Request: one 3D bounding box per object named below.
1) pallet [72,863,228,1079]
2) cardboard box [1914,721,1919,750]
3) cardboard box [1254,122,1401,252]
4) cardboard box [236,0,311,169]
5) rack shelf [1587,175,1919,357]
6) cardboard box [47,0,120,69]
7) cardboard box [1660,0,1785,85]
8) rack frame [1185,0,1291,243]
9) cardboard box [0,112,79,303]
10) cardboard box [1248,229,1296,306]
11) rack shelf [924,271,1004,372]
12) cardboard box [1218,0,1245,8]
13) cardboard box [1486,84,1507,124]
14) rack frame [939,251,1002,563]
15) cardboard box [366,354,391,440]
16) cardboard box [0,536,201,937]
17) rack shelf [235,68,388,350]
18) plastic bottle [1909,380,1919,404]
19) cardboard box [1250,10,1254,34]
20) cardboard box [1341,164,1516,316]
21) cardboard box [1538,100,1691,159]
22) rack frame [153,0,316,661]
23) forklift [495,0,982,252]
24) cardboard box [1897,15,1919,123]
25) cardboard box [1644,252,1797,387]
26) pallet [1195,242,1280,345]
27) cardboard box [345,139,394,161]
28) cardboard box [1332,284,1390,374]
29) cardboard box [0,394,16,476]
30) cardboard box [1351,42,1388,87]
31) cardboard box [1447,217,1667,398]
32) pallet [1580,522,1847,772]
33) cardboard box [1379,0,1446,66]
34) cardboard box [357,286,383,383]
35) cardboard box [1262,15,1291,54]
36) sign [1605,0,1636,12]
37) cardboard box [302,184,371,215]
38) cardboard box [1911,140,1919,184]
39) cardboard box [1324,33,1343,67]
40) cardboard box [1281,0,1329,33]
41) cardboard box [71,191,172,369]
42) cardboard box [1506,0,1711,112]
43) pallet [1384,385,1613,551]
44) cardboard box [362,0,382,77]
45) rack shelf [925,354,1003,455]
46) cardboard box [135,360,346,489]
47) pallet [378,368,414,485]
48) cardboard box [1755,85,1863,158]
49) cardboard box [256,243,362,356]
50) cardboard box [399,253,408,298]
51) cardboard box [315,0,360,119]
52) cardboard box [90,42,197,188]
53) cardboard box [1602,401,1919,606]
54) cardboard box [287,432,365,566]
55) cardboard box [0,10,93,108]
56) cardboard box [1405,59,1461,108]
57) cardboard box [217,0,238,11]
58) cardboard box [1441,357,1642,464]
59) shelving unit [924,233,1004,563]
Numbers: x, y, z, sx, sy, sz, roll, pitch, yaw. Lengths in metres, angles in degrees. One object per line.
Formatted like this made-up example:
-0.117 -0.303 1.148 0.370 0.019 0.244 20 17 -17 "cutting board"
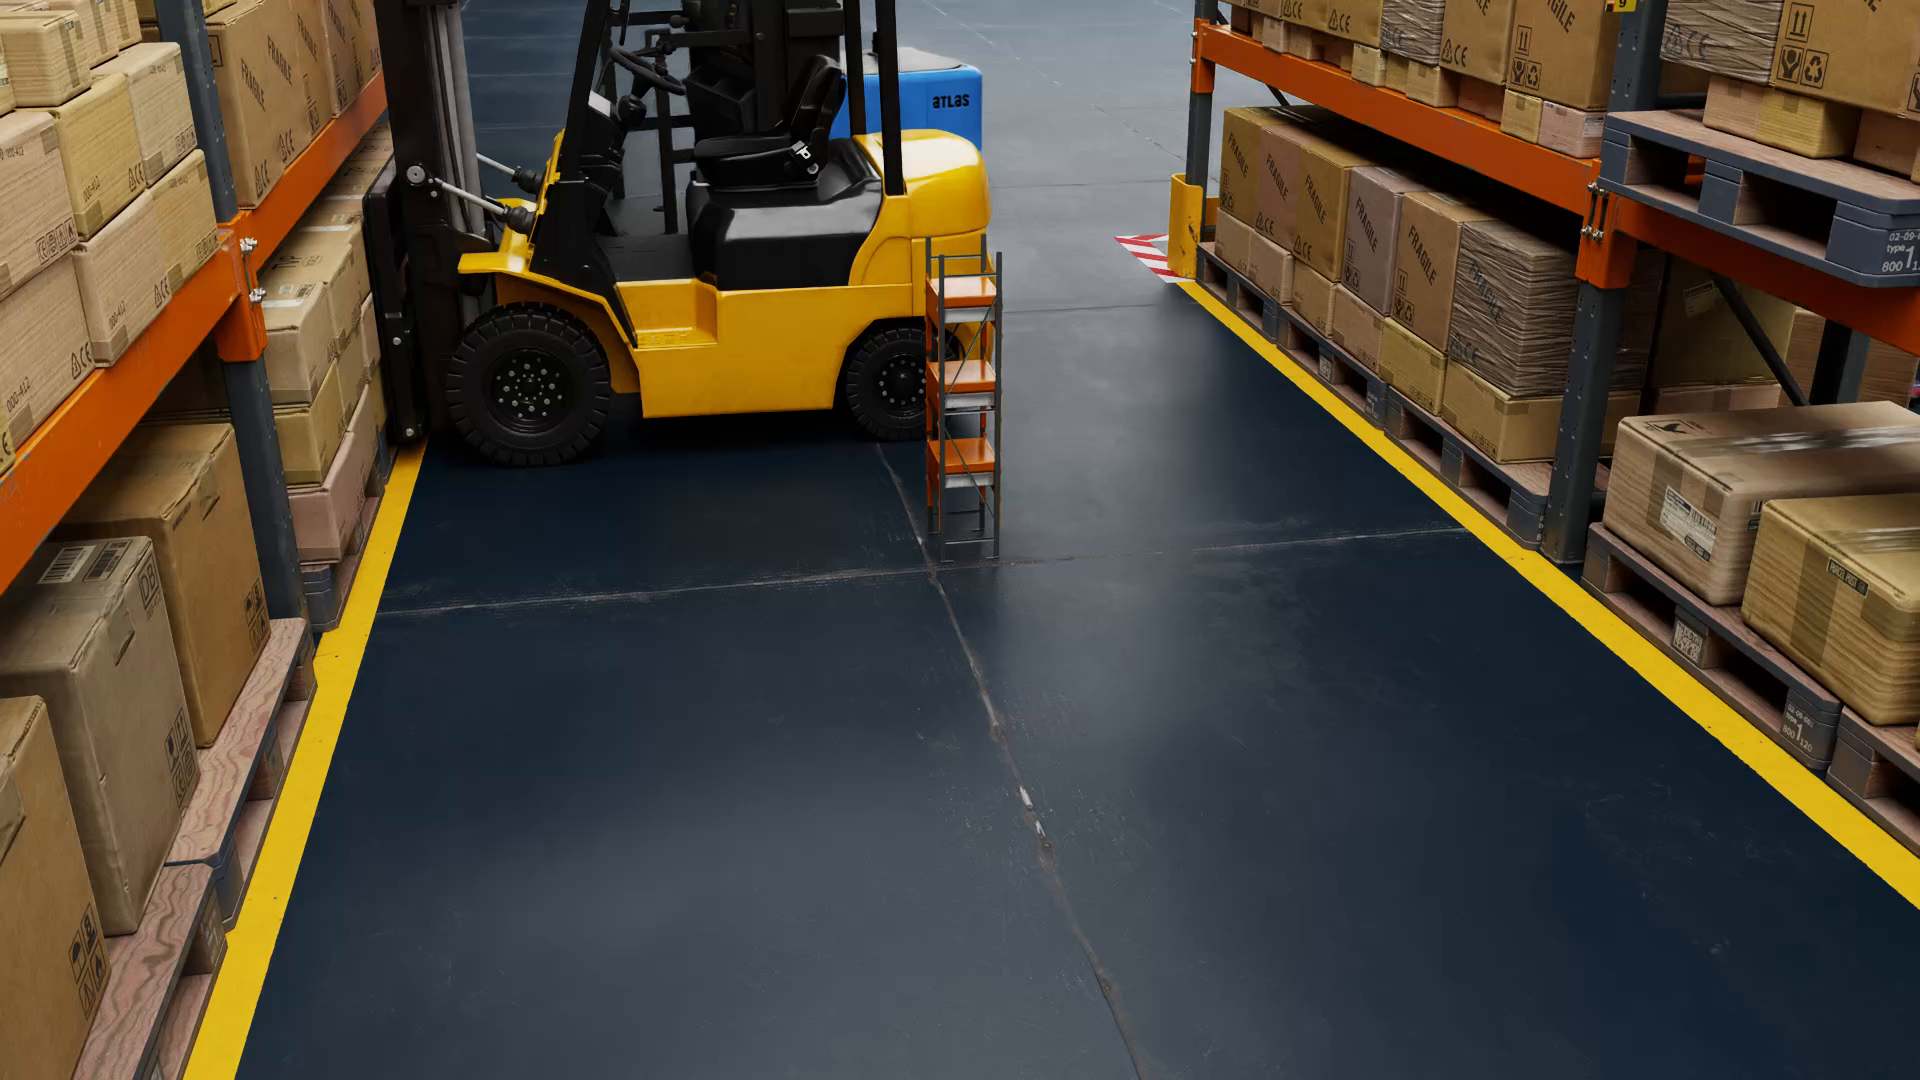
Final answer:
-2.004 1.069 3.037 1.003 0.211 1.213 -4 24 -10 "pallet"
2.836 0.429 3.779 0.950 0.372 0.625 -4 24 -8 "cardboard box"
1.713 -1.642 7.736 0.500 0.500 0.500 -5 24 -12 "cardboard box"
-2.346 -1.419 5.127 0.500 0.500 0.500 -4 24 -9 "cardboard box"
2.839 -0.229 3.425 1.077 0.370 4.000 -4 24 -10 "rack shelf"
-2.061 -1.101 3.588 0.380 0.149 0.250 -5 24 -11 "cardboard box"
2.274 -1.514 4.447 0.500 0.500 0.500 -4 24 -8 "cardboard box"
1.730 -2.918 8.684 1.000 3.000 0.127 -4 24 -10 "rack frame"
-1.875 -0.559 2.845 0.500 0.250 0.500 -4 24 -9 "cardboard box"
1.694 -1.312 7.916 0.500 0.250 0.500 -3 24 -8 "cardboard box"
0.010 -0.710 5.382 0.215 0.259 0.240 -4 24 -10 "rack shelf"
1.545 -2.894 8.131 0.500 0.500 0.500 -5 24 -11 "cardboard box"
2.086 -1.540 5.842 0.380 0.149 0.250 -4 24 -9 "cardboard box"
0.032 -0.412 5.382 0.200 1.050 0.008 -4 24 -10 "rack frame"
-2.391 -0.523 6.110 0.500 0.250 0.500 -4 24 -9 "cardboard box"
-2.164 0.430 3.460 0.875 0.625 0.625 -5 24 -10 "cardboard box"
-2.778 -1.433 6.182 1.077 0.370 4.000 -4 24 -10 "rack shelf"
4.074 -0.645 7.150 0.133 0.061 0.283 0 24 -1 "plastic bottle"
1.650 -2.556 8.168 0.380 0.149 0.250 -4 24 -9 "cardboard box"
1.905 -1.234 6.802 0.500 0.500 0.500 -3 24 -7 "cardboard box"
2.111 -1.334 5.370 0.380 0.149 0.250 -5 24 -10 "cardboard box"
-2.408 -0.976 4.237 1.000 3.000 0.127 -4 24 -10 "rack frame"
-1.423 -2.764 8.416 3.031 2.935 1.130 -11 26 -24 "forklift"
2.446 -1.121 3.549 0.500 0.500 0.500 -4 24 -10 "cardboard box"
2.626 -0.873 5.975 0.500 0.500 0.500 -3 24 -7 "cardboard box"
1.859 -1.288 8.436 1.003 0.211 1.213 -4 24 -10 "pallet"
-2.656 -1.582 7.285 0.500 0.250 0.500 -4 24 -9 "cardboard box"
1.898 -0.899 6.972 0.500 0.250 0.500 -4 24 -9 "cardboard box"
-1.794 -0.131 2.490 0.500 0.250 0.500 -4 24 -8 "cardboard box"
1.818 -1.934 6.745 0.380 0.149 0.250 -4 24 -9 "cardboard box"
2.096 -0.834 5.885 0.500 0.500 0.500 -5 24 -10 "cardboard box"
2.615 0.239 4.939 1.003 0.211 1.213 -4 24 -10 "pallet"
1.941 -2.089 6.289 0.500 0.500 0.500 -4 24 -8 "cardboard box"
-2.371 -0.747 5.999 0.500 0.250 0.500 -5 24 -10 "cardboard box"
1.621 -2.342 7.680 0.380 0.149 0.250 -4 24 -9 "cardboard box"
1.938 -1.699 4.810 0.100 0.325 0.005 -4 24 -10 "sign"
-2.466 -1.184 6.375 0.500 0.250 0.500 -5 24 -11 "cardboard box"
2.433 -0.873 3.789 0.380 0.149 0.250 -4 24 -9 "cardboard box"
1.810 -2.144 7.224 0.380 0.149 0.250 -3 24 -8 "cardboard box"
1.739 -2.490 7.206 0.500 0.500 0.500 -5 24 -11 "cardboard box"
-1.959 -0.531 3.406 0.500 0.250 0.500 -4 24 -10 "cardboard box"
2.143 -1.683 5.360 0.500 0.500 0.500 -5 24 -11 "cardboard box"
2.311 -0.329 6.239 1.003 0.211 1.213 -4 24 -10 "pallet"
-2.712 -2.216 6.952 0.500 0.500 0.500 -4 24 -8 "cardboard box"
0.010 -0.450 5.496 0.215 0.259 0.240 -4 24 -10 "rack shelf"
-2.194 -0.351 5.091 0.500 0.250 0.500 -4 24 -10 "cardboard box"
-2.743 -0.495 6.620 1.003 0.211 1.213 -4 24 -10 "pallet"
2.299 -1.083 4.270 0.380 0.149 0.250 -4 24 -9 "cardboard box"
-2.273 -0.782 5.455 0.500 0.250 0.500 -4 24 -10 "cardboard box"
-2.552 -1.143 6.906 0.500 0.250 0.500 -5 24 -11 "cardboard box"
-2.513 -1.818 6.040 0.500 0.500 0.500 -4 24 -9 "cardboard box"
-2.066 -0.962 3.768 0.500 0.250 0.500 -5 24 -11 "cardboard box"
2.569 -0.127 5.052 0.950 0.372 0.625 -4 24 -9 "cardboard box"
-2.172 -0.123 5.195 0.500 0.250 0.500 -4 24 -9 "cardboard box"
-1.888 -0.907 3.144 0.380 0.149 0.250 -5 24 -11 "cardboard box"
1.920 -1.733 6.284 0.380 0.149 0.250 -5 24 -11 "cardboard box"
-2.258 -1.566 4.652 0.380 0.149 0.250 -4 24 -9 "cardboard box"
2.096 -0.490 6.035 0.500 0.250 0.500 -3 24 -7 "cardboard box"
0.010 -0.460 5.492 0.215 1.050 0.252 -4 24 -10 "shelving unit"
